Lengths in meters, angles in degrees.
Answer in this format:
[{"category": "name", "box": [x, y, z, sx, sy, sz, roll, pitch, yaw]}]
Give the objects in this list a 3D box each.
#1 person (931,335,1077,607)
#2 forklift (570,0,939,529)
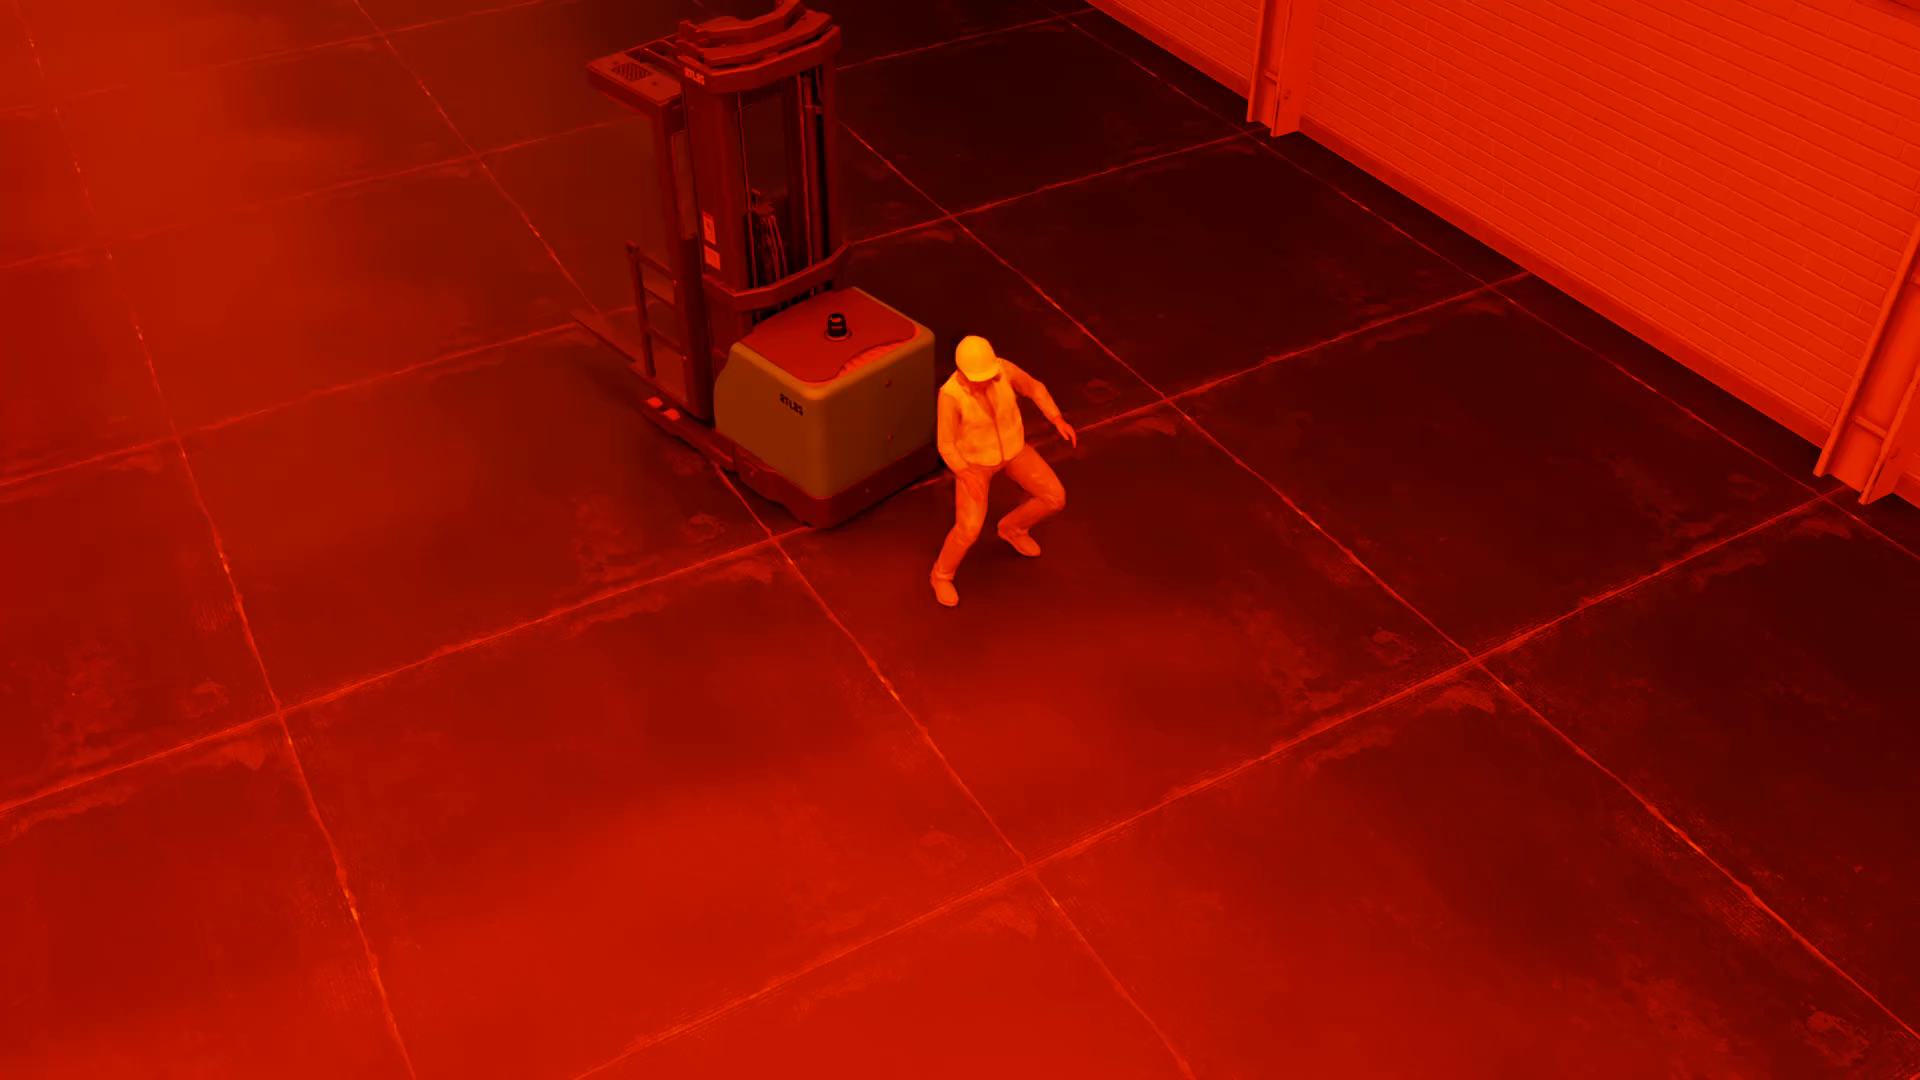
[{"category": "person", "box": [0.203, -0.454, 9.634, 0.909, 1.595, 0.752, -18, 43, -21]}, {"category": "forklift", "box": [-1.517, -2.043, 10.499, 1.130, 2.935, 3.031, -31, 49, -32]}]
